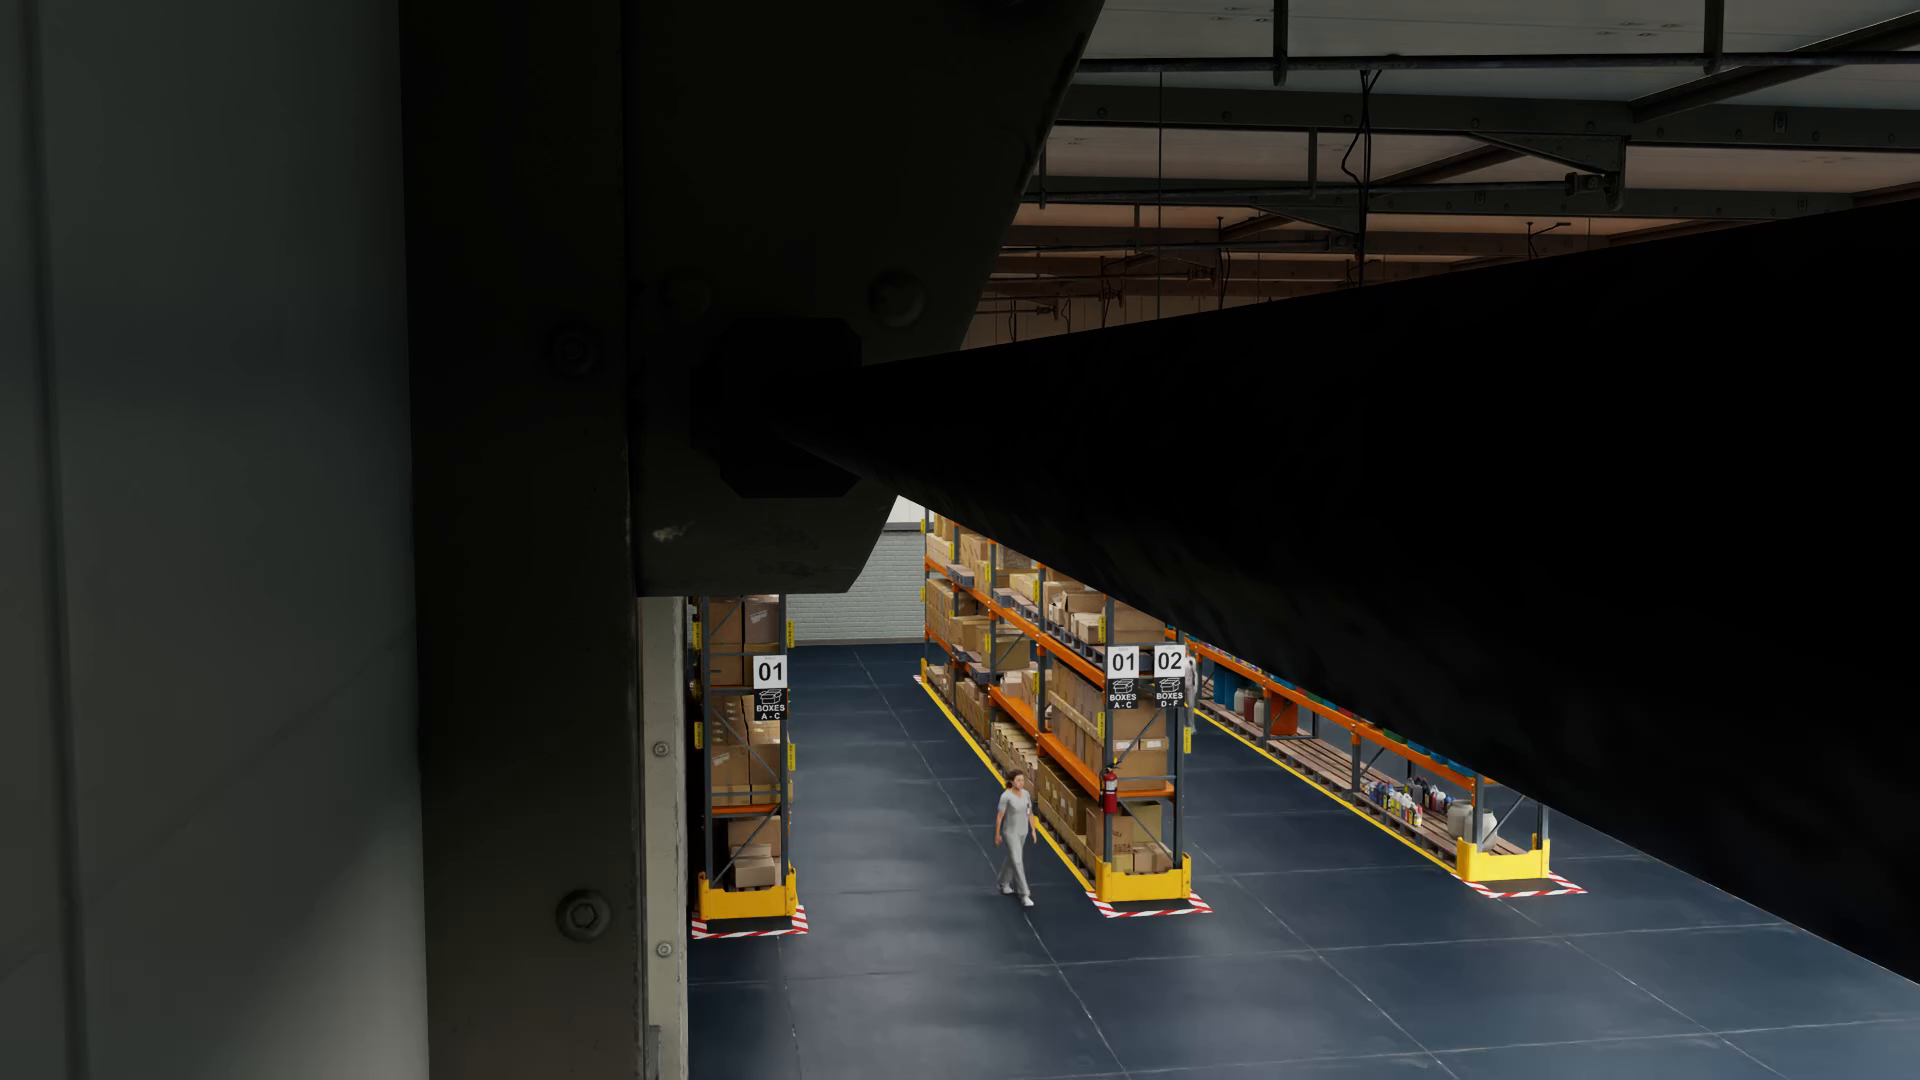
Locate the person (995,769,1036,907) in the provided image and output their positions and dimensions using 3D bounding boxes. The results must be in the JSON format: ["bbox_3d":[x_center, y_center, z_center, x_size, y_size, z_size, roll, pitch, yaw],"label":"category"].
[{"bbox_3d":[0.736,3.671,20.712,0.496,1.624,0.947,-4,7,-41],"label":"person"}]

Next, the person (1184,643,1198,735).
[{"bbox_3d":[4.217,2.748,31.186,0.512,1.657,0.840,1,5,7],"label":"person"}]
